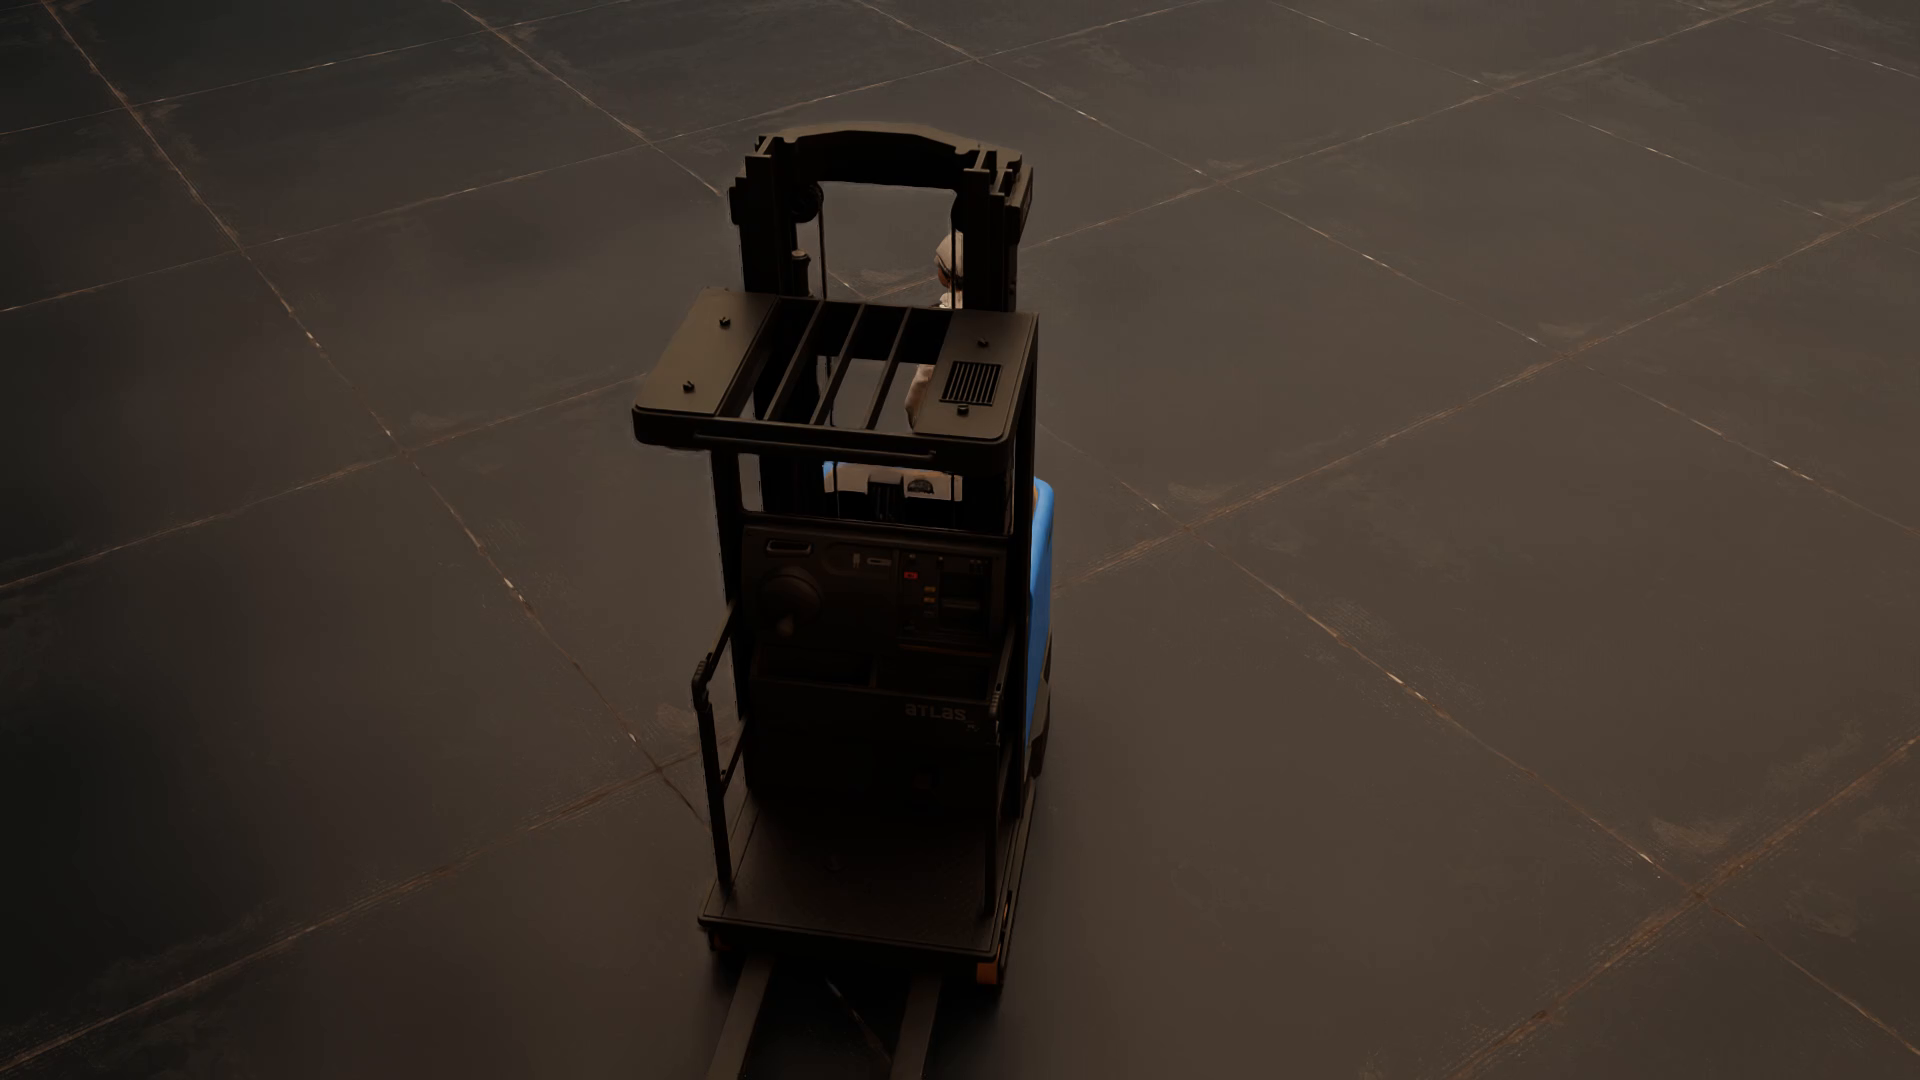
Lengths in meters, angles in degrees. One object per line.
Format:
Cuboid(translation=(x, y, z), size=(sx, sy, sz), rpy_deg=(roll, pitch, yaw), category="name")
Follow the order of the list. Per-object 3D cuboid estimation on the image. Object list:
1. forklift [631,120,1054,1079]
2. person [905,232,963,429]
Cuboid(translation=(-0.337, 0.242, 5.618), size=(1.130, 2.935, 3.031), rpy_deg=(5, 37, 7), category="forklift")
Cuboid(translation=(-0.034, -0.723, 7.950), size=(0.586, 1.694, 0.530), rpy_deg=(-23, 42, -28), category="person")
